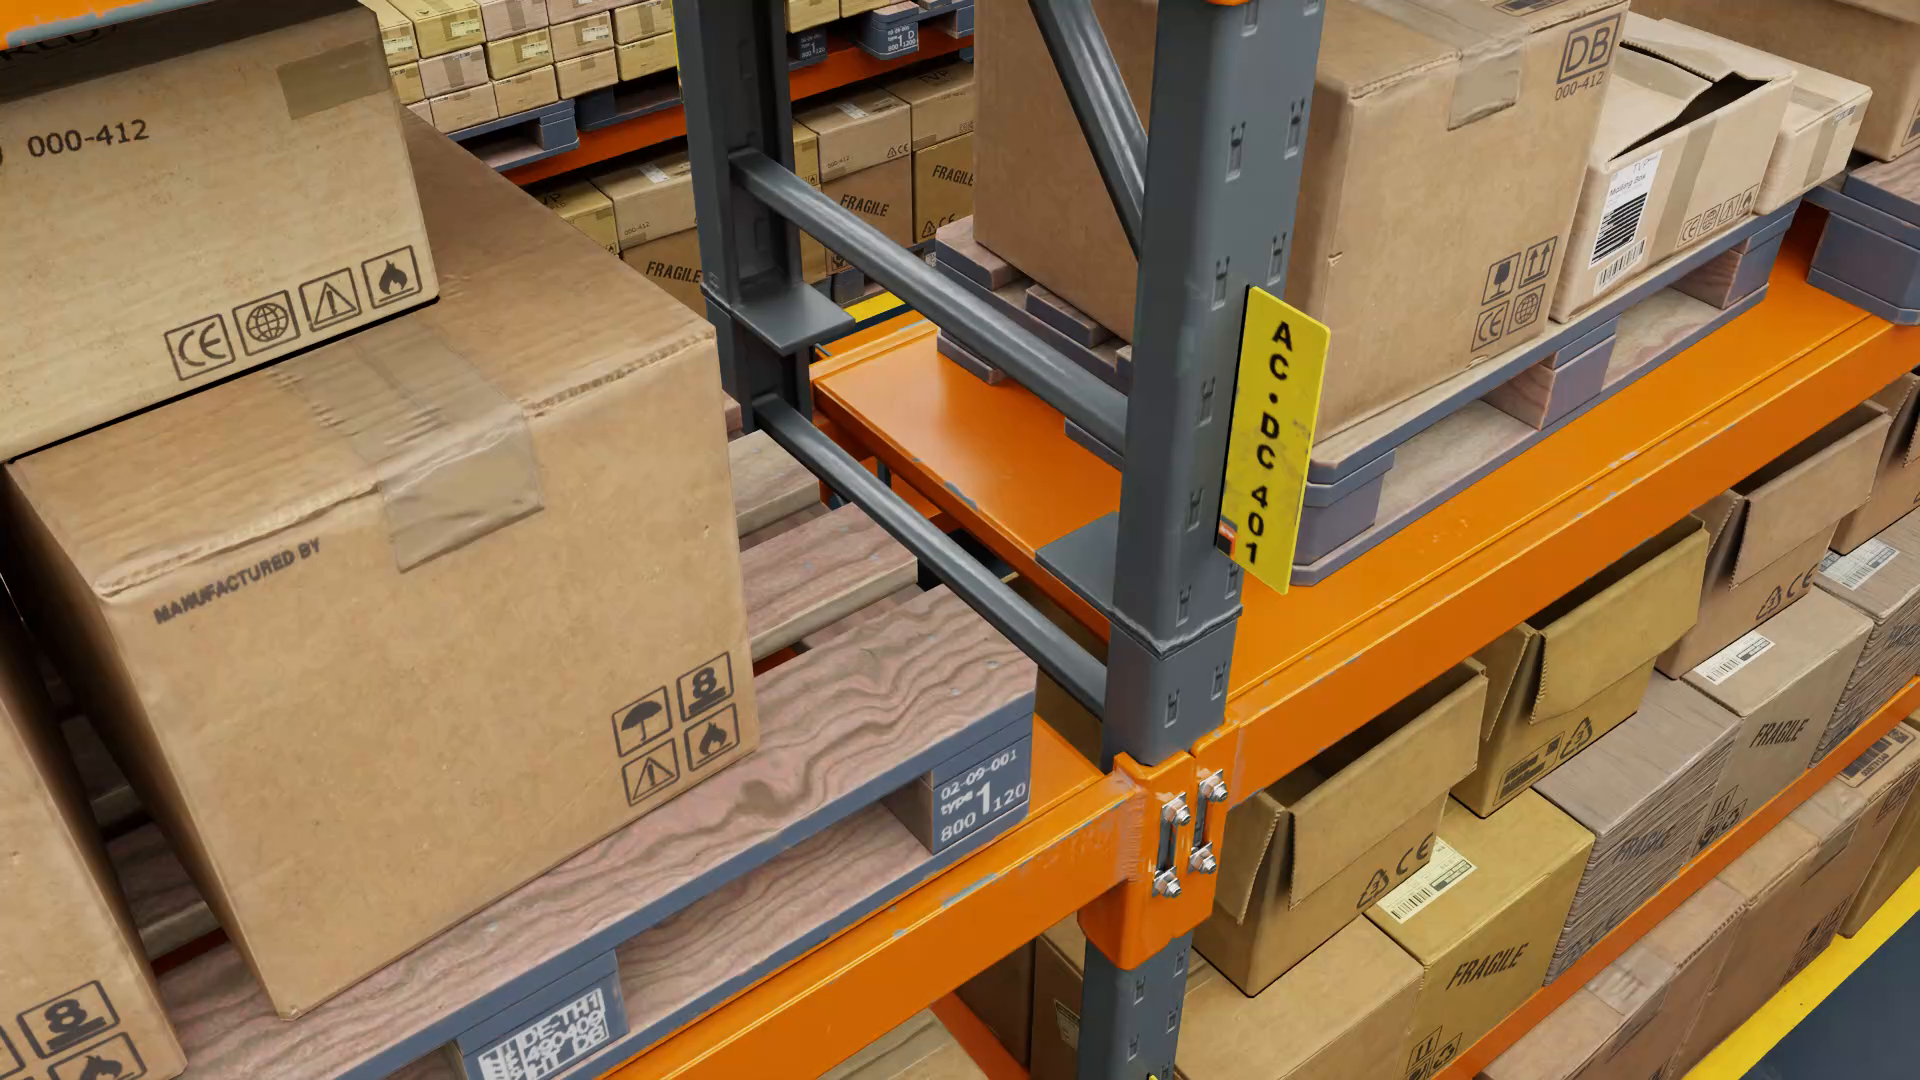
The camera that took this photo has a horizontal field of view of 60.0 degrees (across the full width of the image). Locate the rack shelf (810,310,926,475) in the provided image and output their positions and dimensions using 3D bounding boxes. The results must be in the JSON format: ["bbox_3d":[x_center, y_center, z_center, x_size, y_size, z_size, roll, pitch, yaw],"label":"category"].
[{"bbox_3d":[-0.005,-0.659,6.204,1.000,0.278,0.538,-26,46,-28],"label":"rack shelf"}]

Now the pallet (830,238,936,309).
[{"bbox_3d":[-0.421,-1.681,8.632,1.213,0.211,1.003,-26,46,-28],"label":"pallet"}]

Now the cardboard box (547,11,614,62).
[{"bbox_3d":[-1.553,-2.022,6.483,0.250,0.149,0.380,-24,45,-26],"label":"cardboard box"}]

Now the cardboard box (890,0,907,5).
[{"bbox_3d":[-0.313,-2.509,7.310,0.250,0.149,0.380,-25,46,-27],"label":"cardboard box"}]

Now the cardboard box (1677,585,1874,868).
[{"bbox_3d":[1.689,0.338,3.894,0.500,0.500,0.500,-25,46,-27],"label":"cardboard box"}]

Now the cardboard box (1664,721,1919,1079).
[{"bbox_3d":[1.870,0.729,4.840,0.875,0.875,1.225,-26,46,-28],"label":"cardboard box"}]

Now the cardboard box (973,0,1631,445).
[{"bbox_3d":[0.424,-0.571,2.305,0.500,0.500,0.700,-25,45,-27],"label":"cardboard box"}]

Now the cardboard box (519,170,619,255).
[{"bbox_3d":[-1.805,-1.360,7.091,0.500,0.250,0.500,-25,45,-27],"label":"cardboard box"}]

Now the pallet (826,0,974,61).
[{"bbox_3d":[-0.301,-2.657,7.775,1.003,0.211,1.213,-26,46,-28],"label":"pallet"}]

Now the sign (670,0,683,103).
[{"bbox_3d":[-0.368,-0.731,2.255,0.005,0.325,0.100,-26,46,-28],"label":"sign"}]

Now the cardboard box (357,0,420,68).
[{"bbox_3d":[-2.162,-1.841,6.027,0.250,0.149,0.380,-25,45,-27],"label":"cardboard box"}]

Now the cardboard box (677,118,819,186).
[{"bbox_3d":[-0.990,-1.760,7.579,0.500,0.250,0.500,-25,45,-27],"label":"cardboard box"}]

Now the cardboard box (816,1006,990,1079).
[{"bbox_3d":[-0.232,0.985,2.477,0.500,0.500,0.500,-25,45,-27],"label":"cardboard box"}]

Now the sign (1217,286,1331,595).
[{"bbox_3d":[0.309,-0.092,1.662,0.005,0.325,0.100,-26,46,-28],"label":"sign"}]

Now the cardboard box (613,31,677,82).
[{"bbox_3d":[-1.348,-2.008,6.699,0.250,0.149,0.380,-27,46,-29],"label":"cardboard box"}]

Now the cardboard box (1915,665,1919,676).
[{"bbox_3d":[2.502,-0.060,4.379,0.500,0.500,0.500,-26,46,-28],"label":"cardboard box"}]

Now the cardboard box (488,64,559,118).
[{"bbox_3d":[-1.763,-1.801,6.448,0.250,0.149,0.380,-26,46,-28],"label":"cardboard box"}]

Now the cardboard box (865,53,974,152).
[{"bbox_3d":[-0.183,-2.150,8.054,0.500,0.250,0.500,-27,47,-29],"label":"cardboard box"}]

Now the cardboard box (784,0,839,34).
[{"bbox_3d":[-0.726,-2.309,7.067,0.250,0.149,0.380,-28,47,-30],"label":"cardboard box"}]

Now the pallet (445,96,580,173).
[{"bbox_3d":[-2.278,-1.662,6.562,1.213,0.211,1.003,-26,46,-28],"label":"pallet"}]

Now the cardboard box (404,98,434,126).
[{"bbox_3d":[-2.163,-1.610,6.215,0.250,0.149,0.380,-25,46,-27],"label":"cardboard box"}]

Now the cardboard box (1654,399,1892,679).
[{"bbox_3d":[1.506,-0.166,3.717,0.637,0.503,0.797,-24,45,-27],"label":"cardboard box"}]

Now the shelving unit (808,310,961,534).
[{"bbox_3d":[-0.005,-0.432,6.390,1.048,1.125,0.538,-26,46,-28],"label":"shelving unit"}]

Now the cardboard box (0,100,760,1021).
[{"bbox_3d":[-0.614,-0.047,1.589,0.500,0.500,0.700,-29,47,-30],"label":"cardboard box"}]

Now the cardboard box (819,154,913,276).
[{"bbox_3d":[-0.577,-1.671,8.062,0.500,0.500,0.500,-24,45,-26],"label":"cardboard box"}]

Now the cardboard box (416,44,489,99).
[{"bbox_3d":[-1.971,-1.816,6.231,0.250,0.149,0.380,-25,45,-27],"label":"cardboard box"}]

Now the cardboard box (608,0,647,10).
[{"bbox_3d":[-1.355,-2.230,6.502,0.250,0.149,0.380,-24,45,-27],"label":"cardboard box"}]

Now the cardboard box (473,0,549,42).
[{"bbox_3d":[-1.758,-2.034,6.262,0.250,0.149,0.380,-27,46,-29],"label":"cardboard box"}]

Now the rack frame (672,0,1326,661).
[{"bbox_3d":[-0.030,-1.300,1.240,0.127,3.000,1.000,-26,46,-28],"label":"rack frame"}]

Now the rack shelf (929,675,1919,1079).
[{"bbox_3d":[1.556,0.525,4.313,4.000,0.370,1.077,-26,46,-28],"label":"rack shelf"}]

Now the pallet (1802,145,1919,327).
[{"bbox_3d":[1.778,-0.904,3.271,1.213,0.211,1.003,-24,45,-26],"label":"pallet"}]

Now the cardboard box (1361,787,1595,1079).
[{"bbox_3d":[0.885,0.734,3.412,0.500,0.500,0.500,-26,46,-28],"label":"cardboard box"}]

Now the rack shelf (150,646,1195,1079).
[{"bbox_3d":[-1.616,0.911,1.477,4.000,0.370,1.077,-26,46,-28],"label":"rack shelf"}]

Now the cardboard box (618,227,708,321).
[{"bbox_3d":[-1.399,-1.277,7.581,0.500,0.500,0.500,-25,46,-27],"label":"cardboard box"}]

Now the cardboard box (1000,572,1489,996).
[{"bbox_3d":[0.471,0.342,3.098,0.637,0.503,0.797,-27,47,-29],"label":"cardboard box"}]

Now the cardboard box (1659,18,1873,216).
[{"bbox_3d":[1.242,-0.706,2.747,0.250,0.149,0.380,-28,47,-30],"label":"cardboard box"}]
